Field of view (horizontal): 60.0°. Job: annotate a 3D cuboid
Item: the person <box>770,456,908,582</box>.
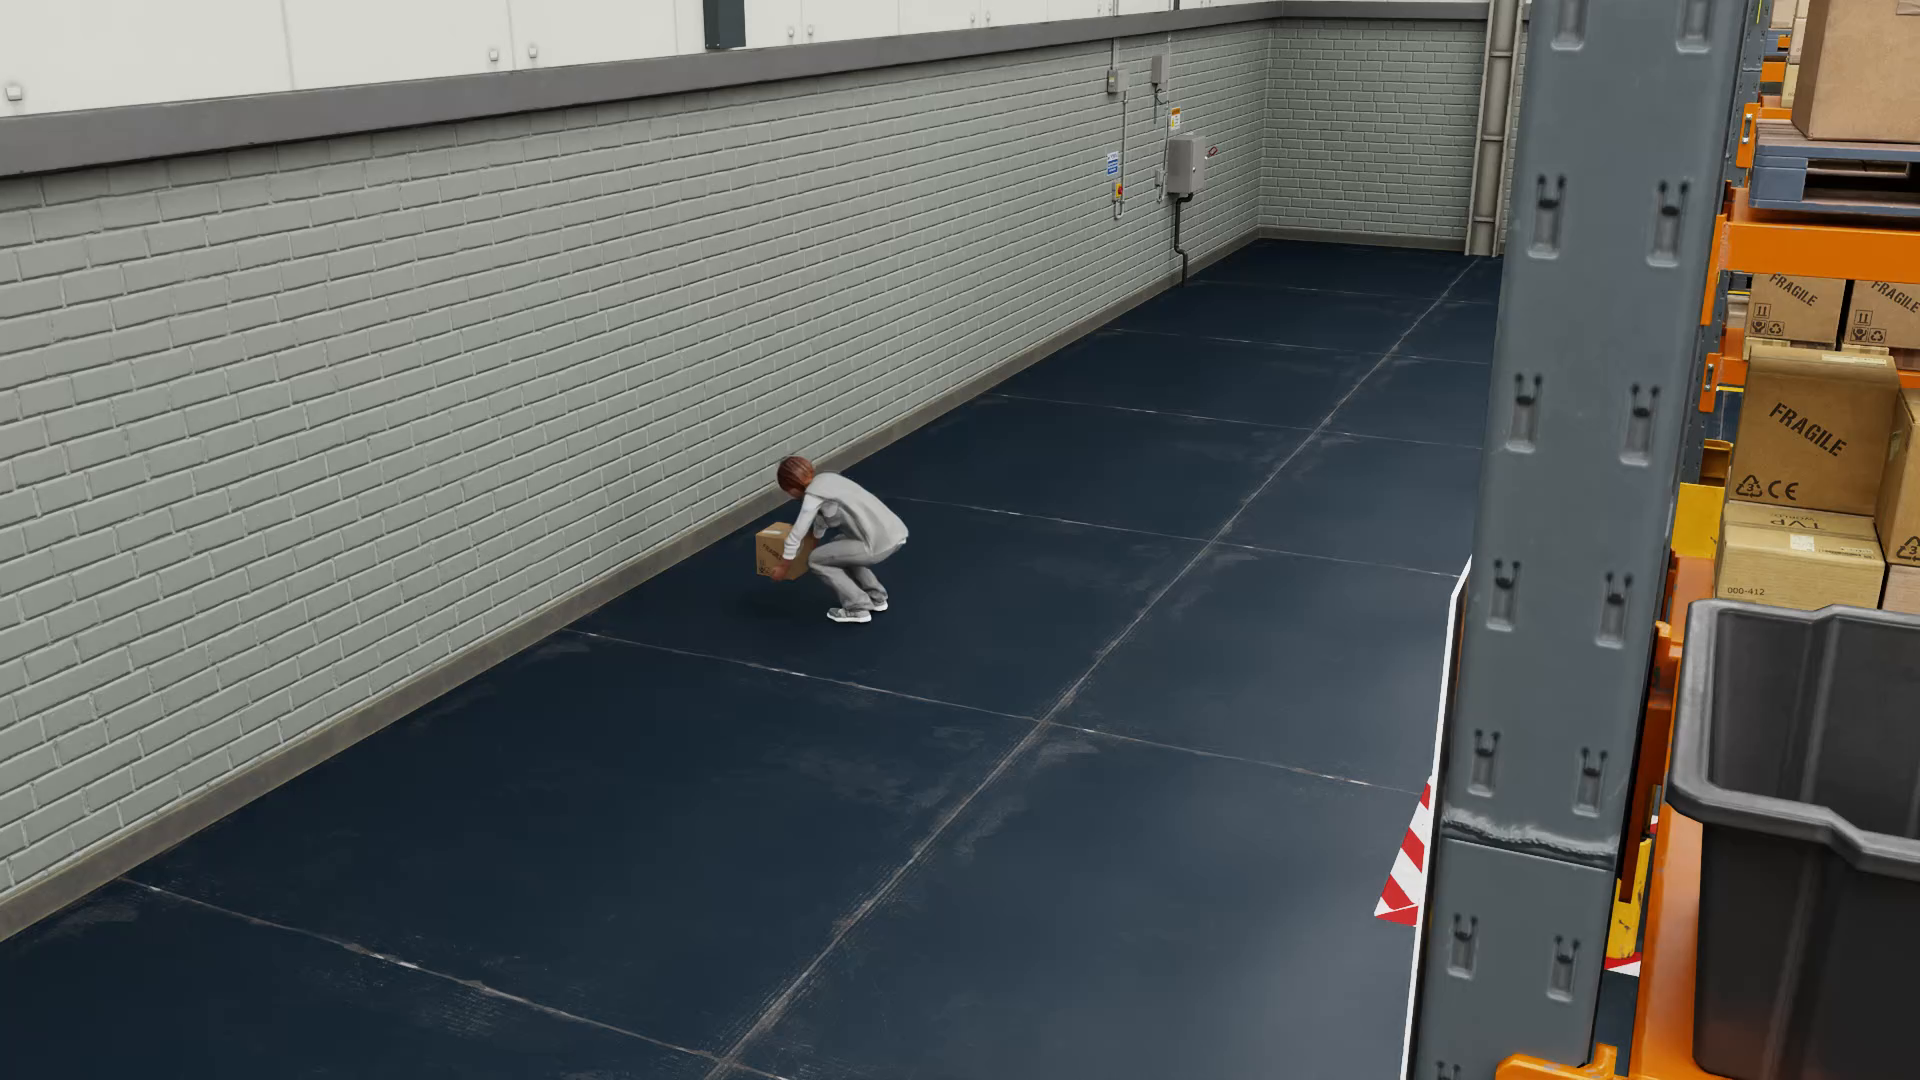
[{"bbox_3d":[-0.702,-0.078,9.587,0.801,0.754,0.428,8,21,23],"label":"person"}]
